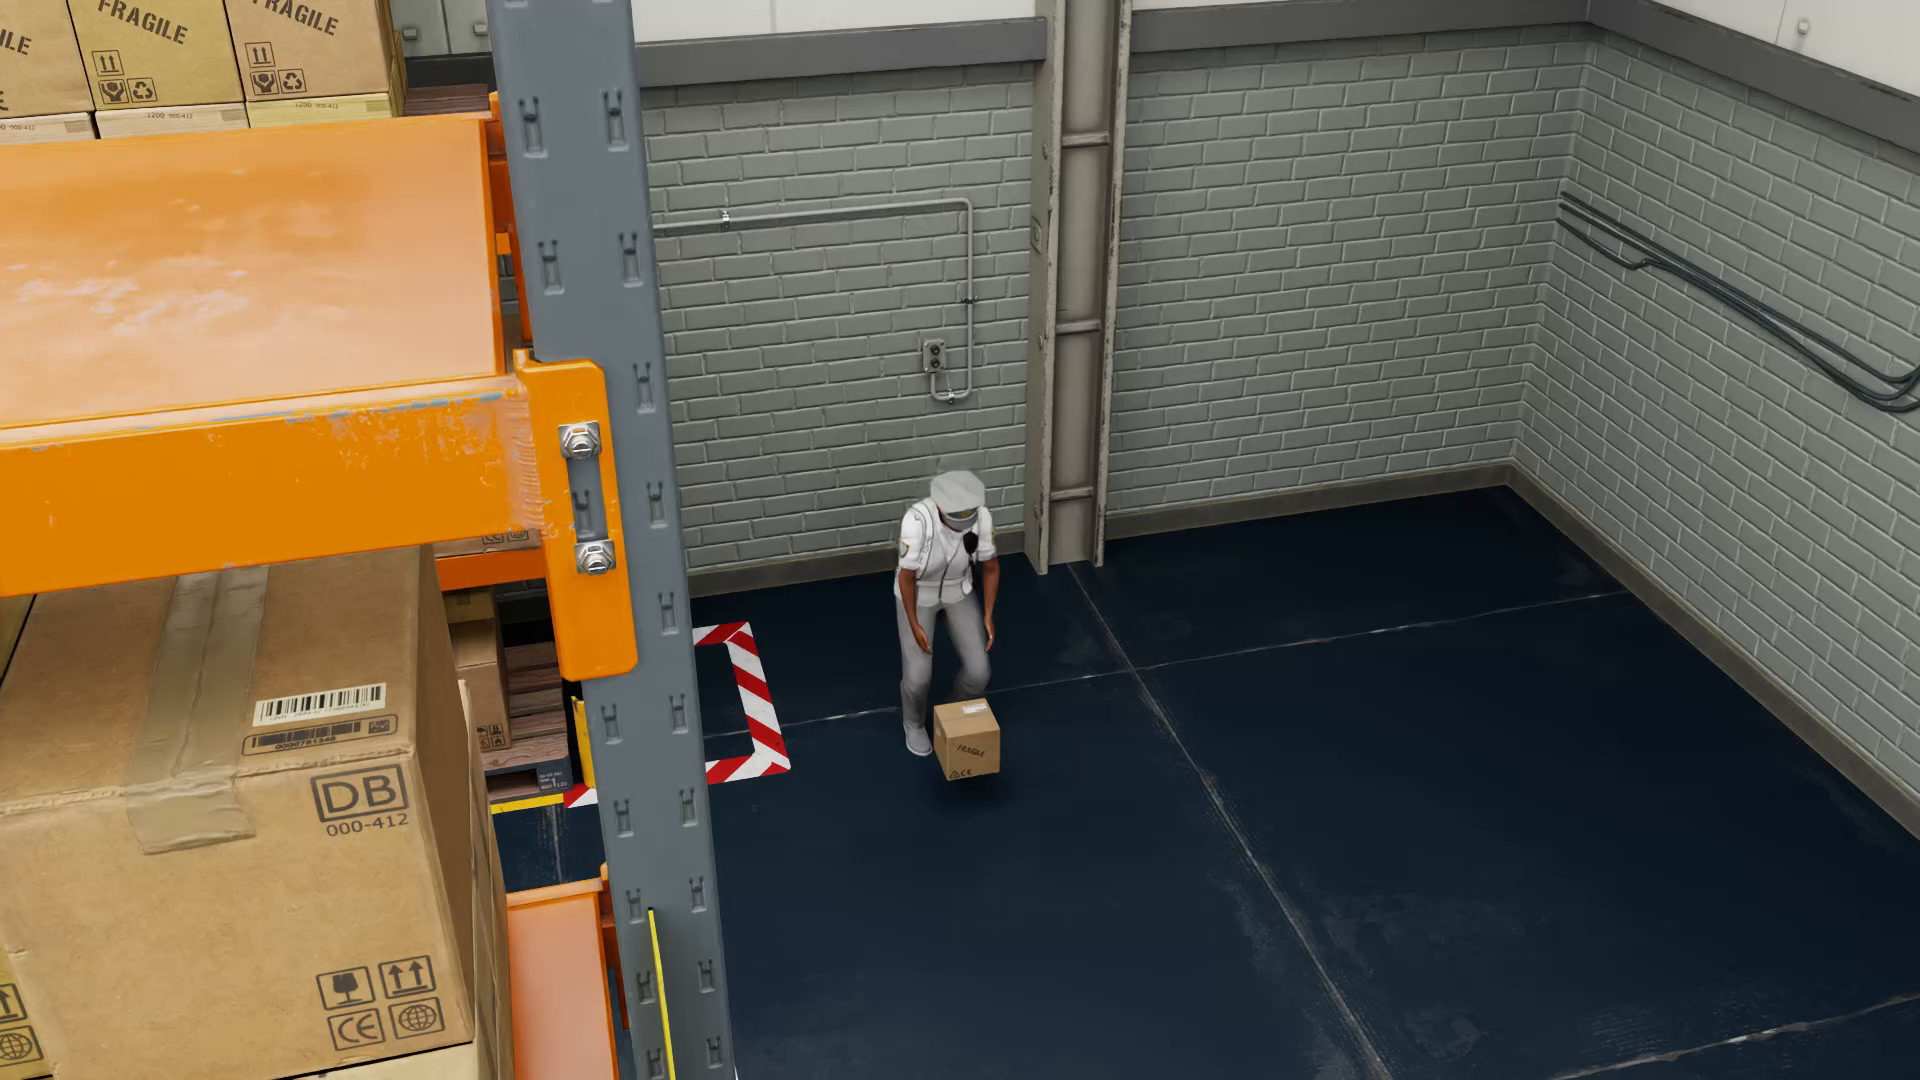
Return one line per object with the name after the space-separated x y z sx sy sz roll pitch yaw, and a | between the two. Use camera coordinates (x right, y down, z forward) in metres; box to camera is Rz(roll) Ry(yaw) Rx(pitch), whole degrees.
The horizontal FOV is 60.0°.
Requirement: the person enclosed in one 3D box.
-3.727 3.204 2.614 10.565 1.846 10.303 -7 31 -12 | person
